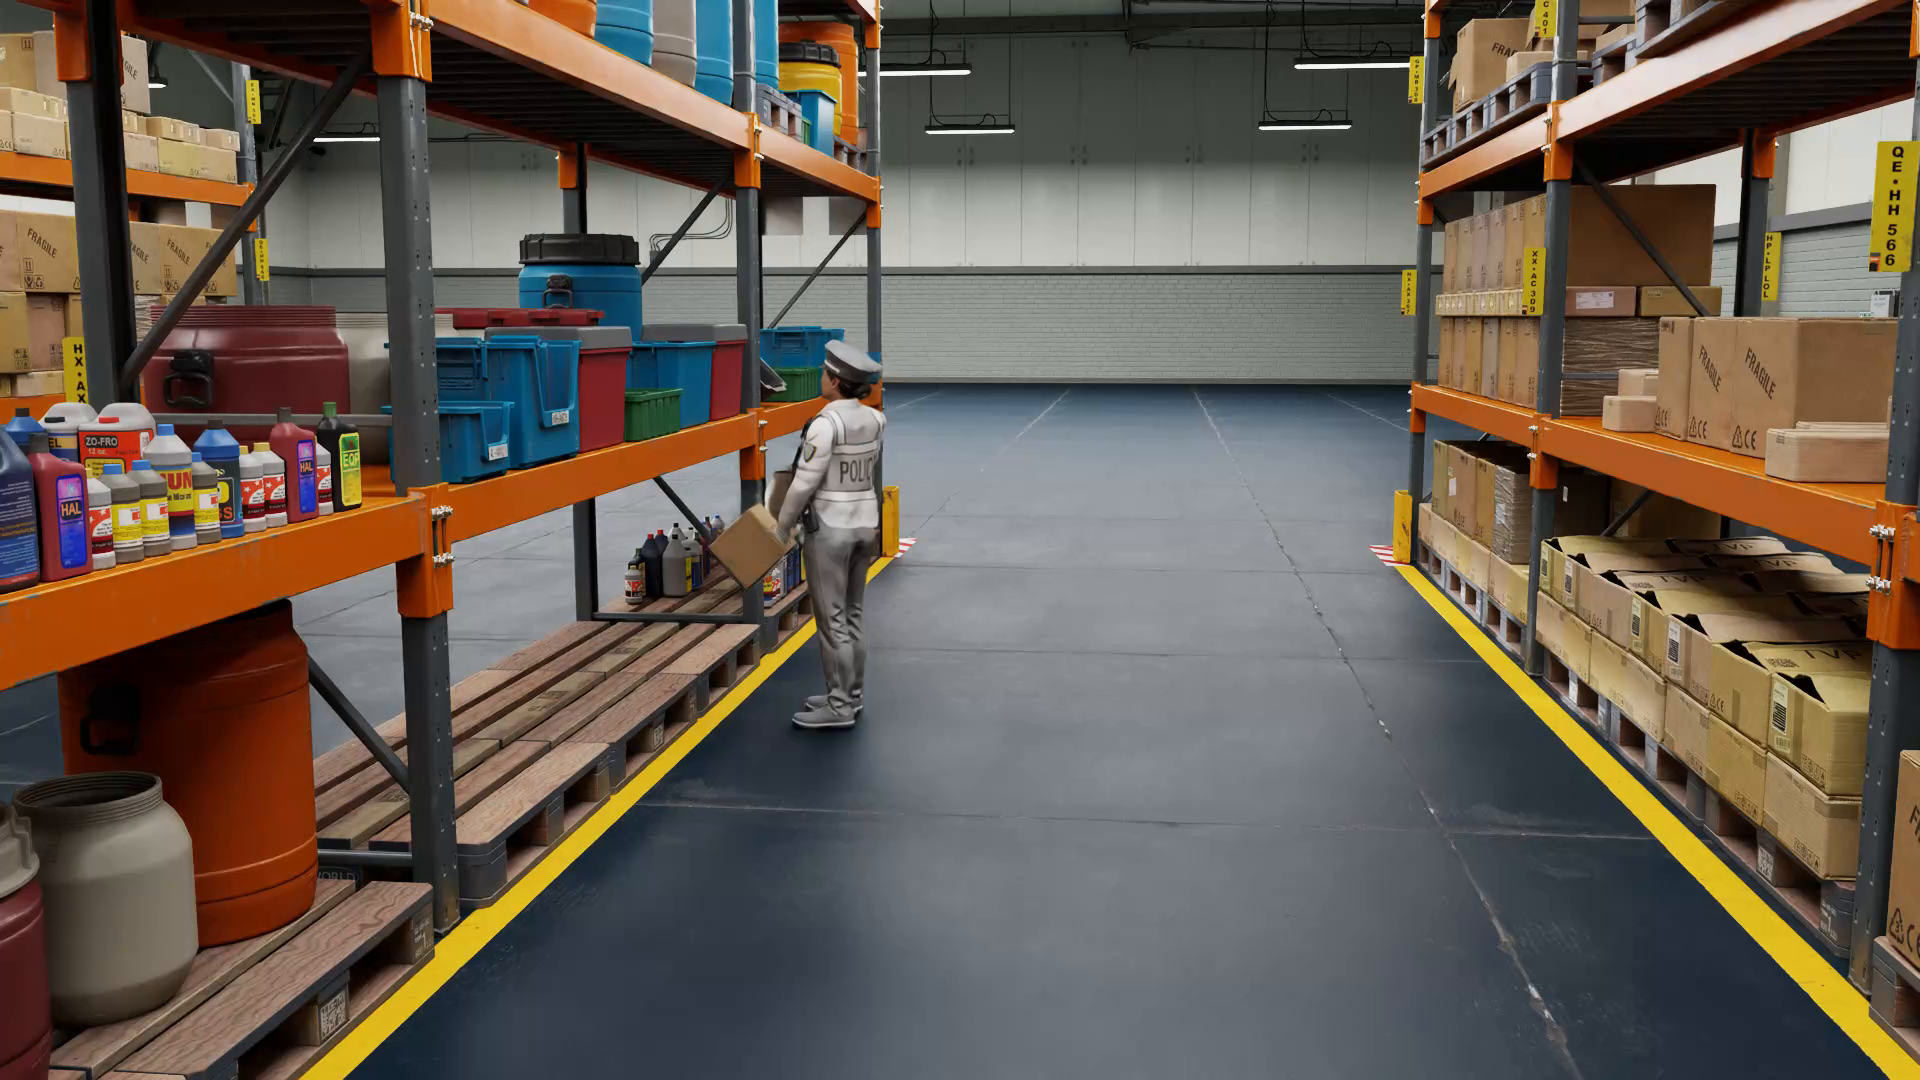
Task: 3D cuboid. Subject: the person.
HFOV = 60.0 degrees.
[{"bbox_3d":[-0.579,-0.027,7.306,0.517,1.699,0.502,5,9,33],"label":"person"}]
